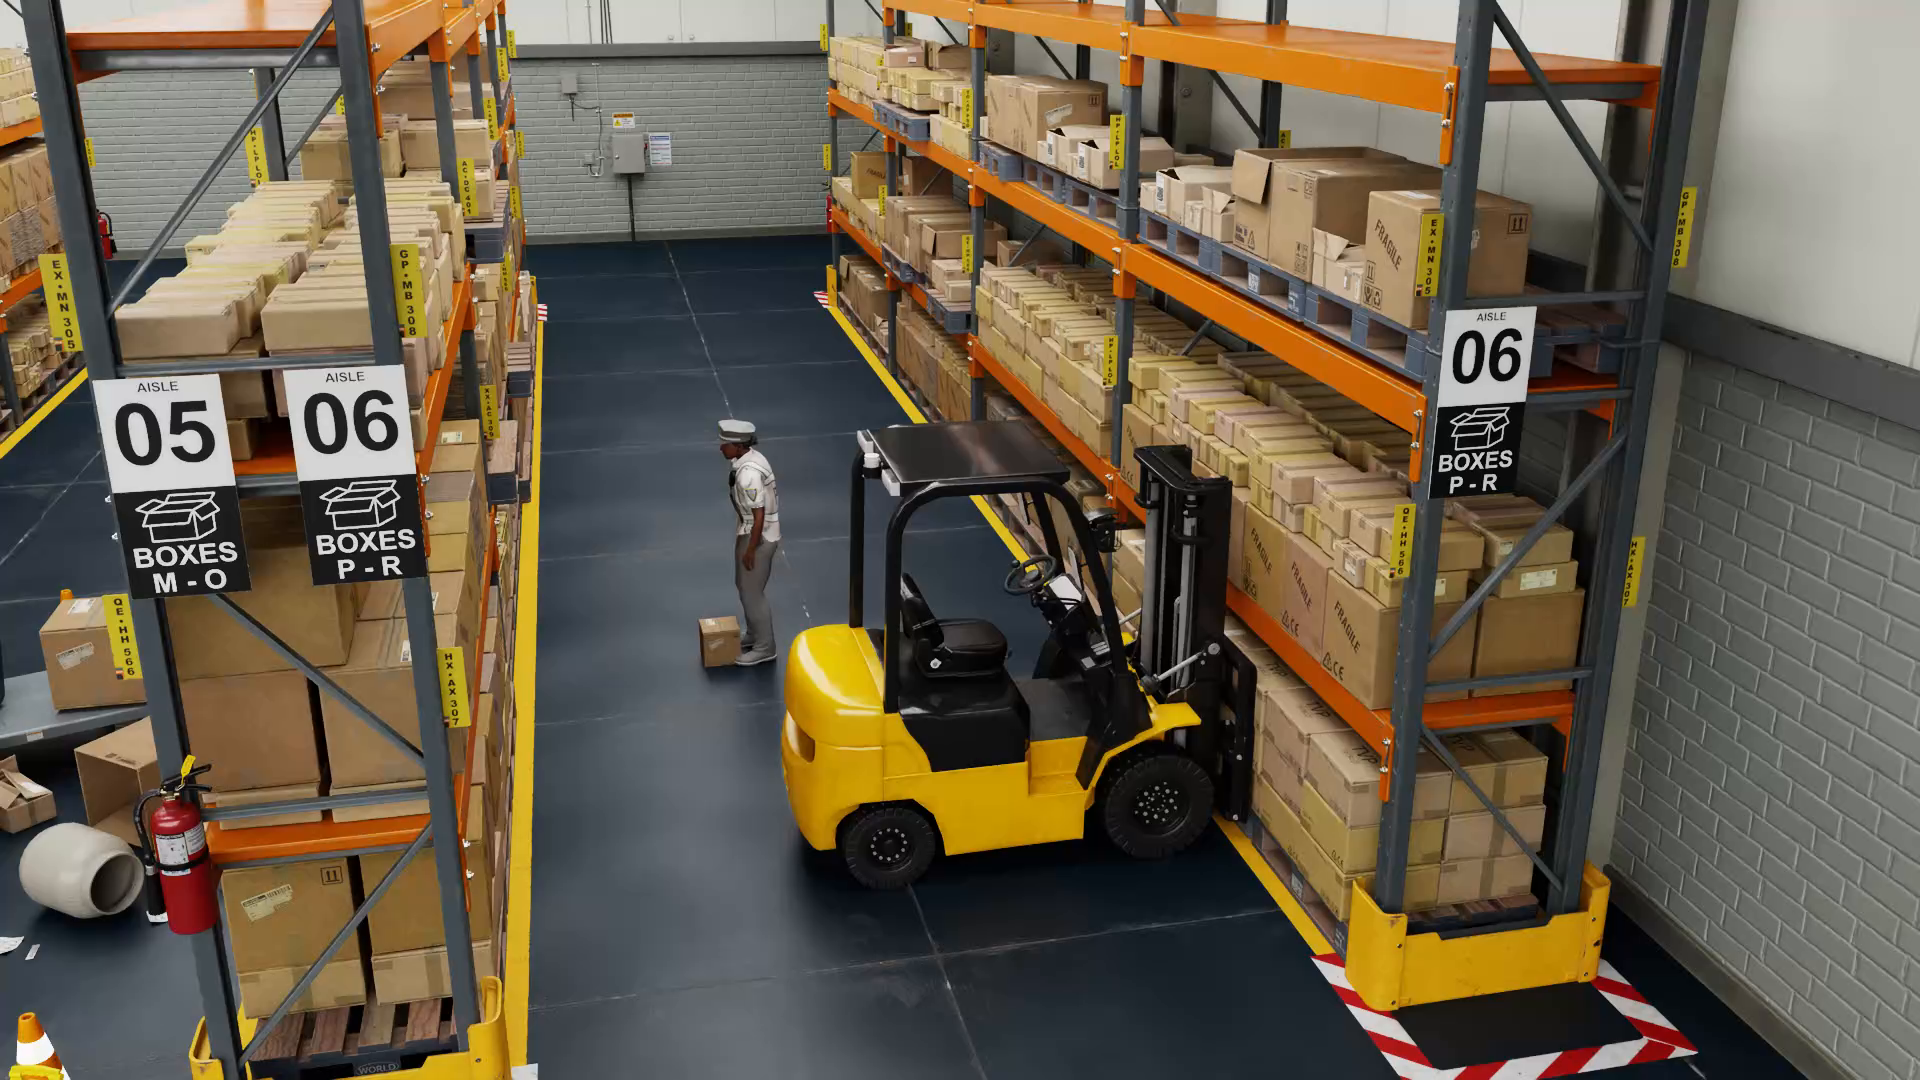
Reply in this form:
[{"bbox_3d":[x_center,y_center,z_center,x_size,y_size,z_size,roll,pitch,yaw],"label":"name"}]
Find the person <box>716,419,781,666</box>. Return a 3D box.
[{"bbox_3d":[-1.395,0.001,11.070,0.394,1.657,0.504,-4,20,-12],"label":"person"}]
